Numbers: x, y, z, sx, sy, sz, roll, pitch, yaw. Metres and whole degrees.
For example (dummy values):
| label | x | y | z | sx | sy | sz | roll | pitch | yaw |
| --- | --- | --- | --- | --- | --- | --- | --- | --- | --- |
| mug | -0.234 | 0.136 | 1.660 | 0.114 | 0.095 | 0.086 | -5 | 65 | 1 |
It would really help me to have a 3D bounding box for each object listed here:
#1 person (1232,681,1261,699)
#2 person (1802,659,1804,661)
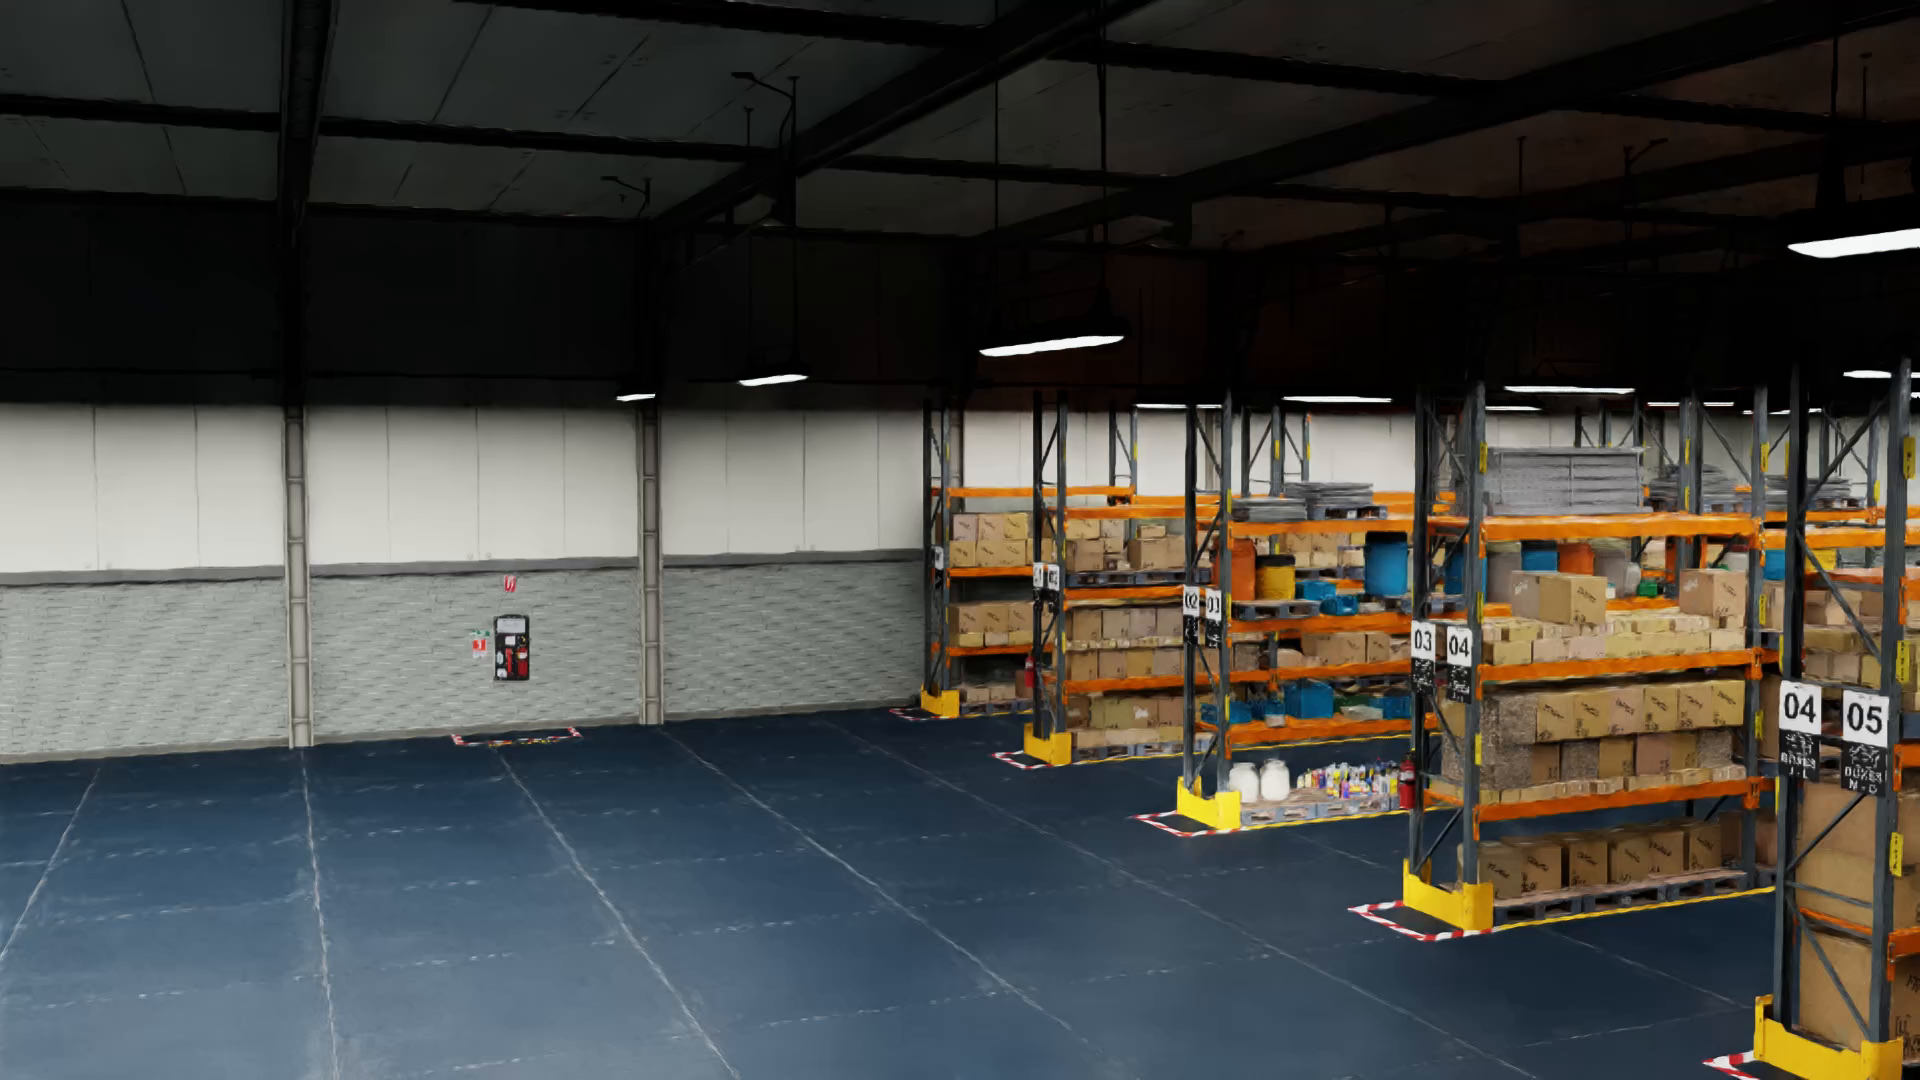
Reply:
| label | x | y | z | sx | sy | sz | roll | pitch | yaw |
| --- | --- | --- | --- | --- | --- | --- | --- | --- | --- |
| person | 5.491 | 2.408 | 32.677 | 1.115 | 1.648 | 0.543 | -1 | 4 | -20 |
| person | 17.355 | 2.258 | 34.569 | 0.736 | 1.755 | 0.488 | 1 | 4 | 23 |
